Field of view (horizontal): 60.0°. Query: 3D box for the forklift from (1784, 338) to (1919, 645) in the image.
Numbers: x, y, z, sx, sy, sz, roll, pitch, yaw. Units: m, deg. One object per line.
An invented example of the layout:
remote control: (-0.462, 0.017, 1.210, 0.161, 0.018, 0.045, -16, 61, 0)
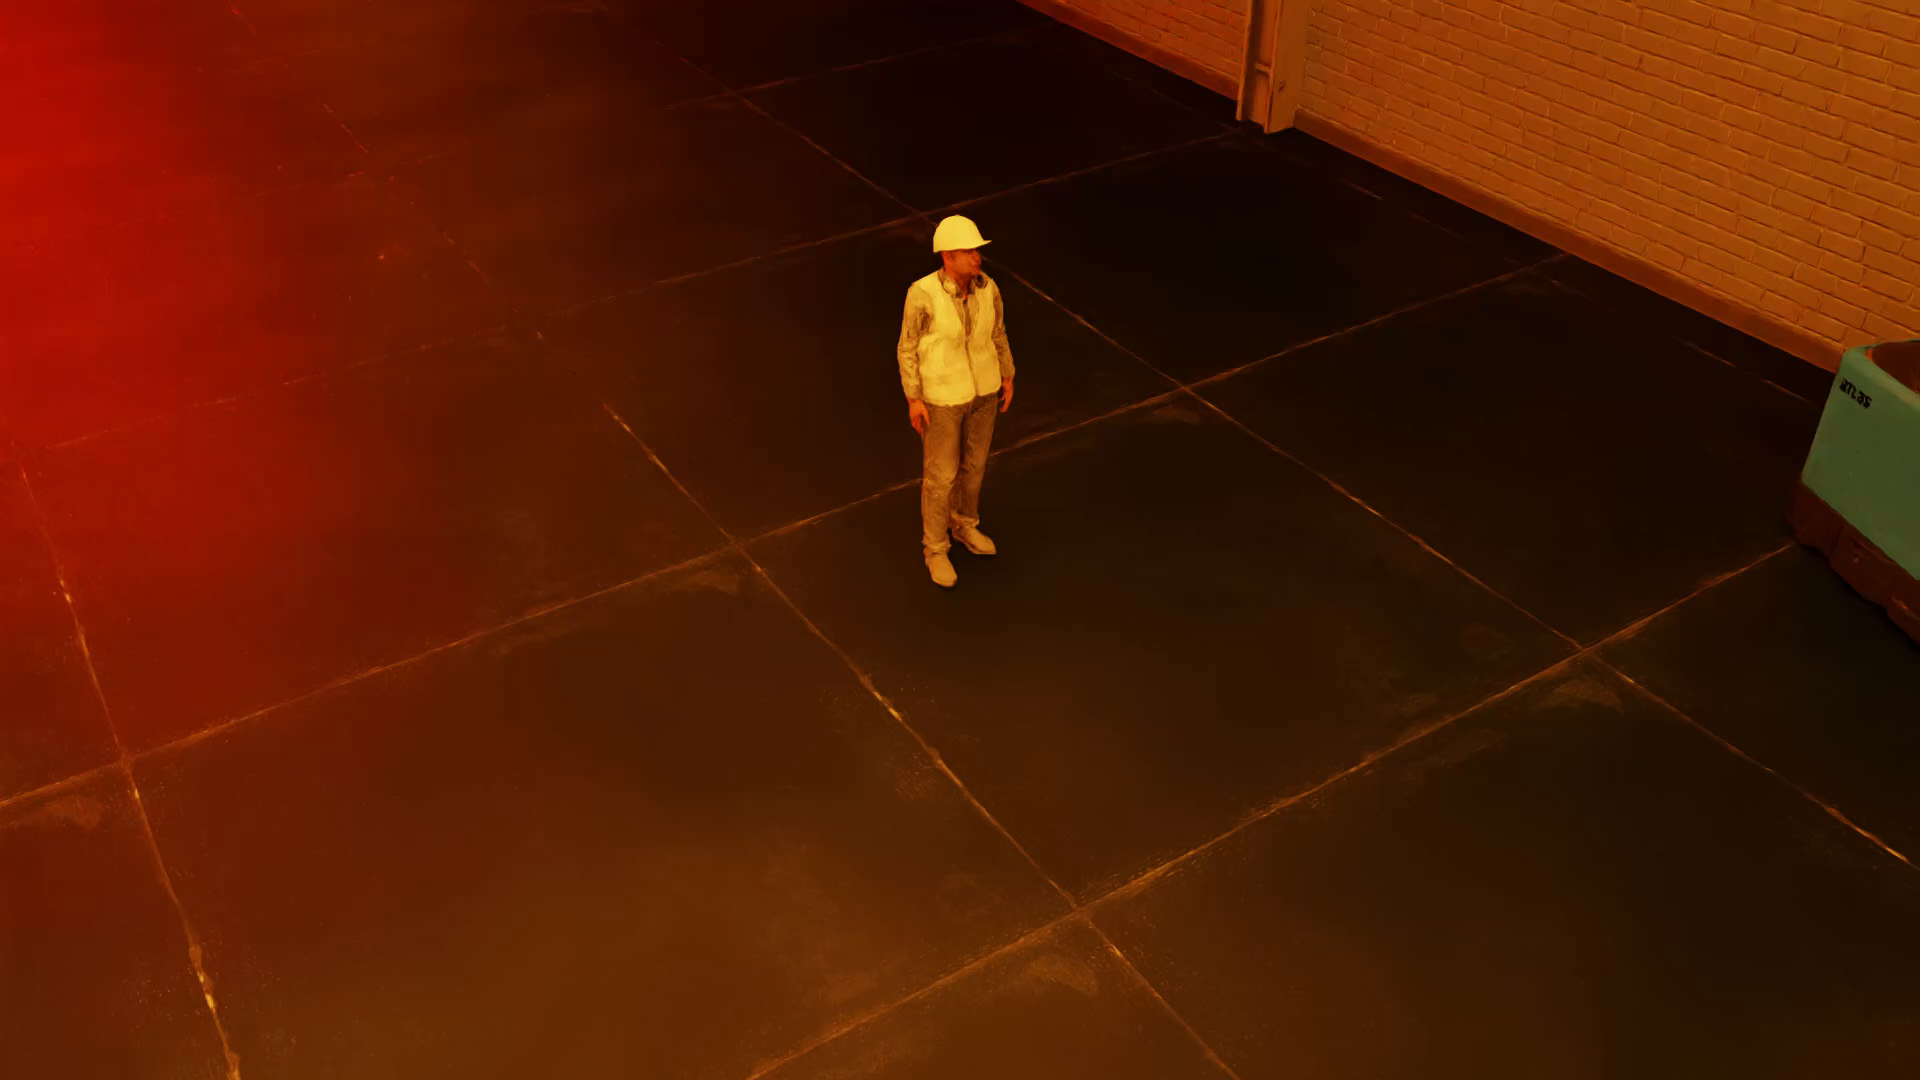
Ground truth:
forklift: (5.161, -0.511, 6.876, 1.130, 2.935, 3.031, -8, 36, -11)

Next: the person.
person: (0.027, -0.699, 8.137, 0.632, 1.773, 0.567, -21, 40, -27)
